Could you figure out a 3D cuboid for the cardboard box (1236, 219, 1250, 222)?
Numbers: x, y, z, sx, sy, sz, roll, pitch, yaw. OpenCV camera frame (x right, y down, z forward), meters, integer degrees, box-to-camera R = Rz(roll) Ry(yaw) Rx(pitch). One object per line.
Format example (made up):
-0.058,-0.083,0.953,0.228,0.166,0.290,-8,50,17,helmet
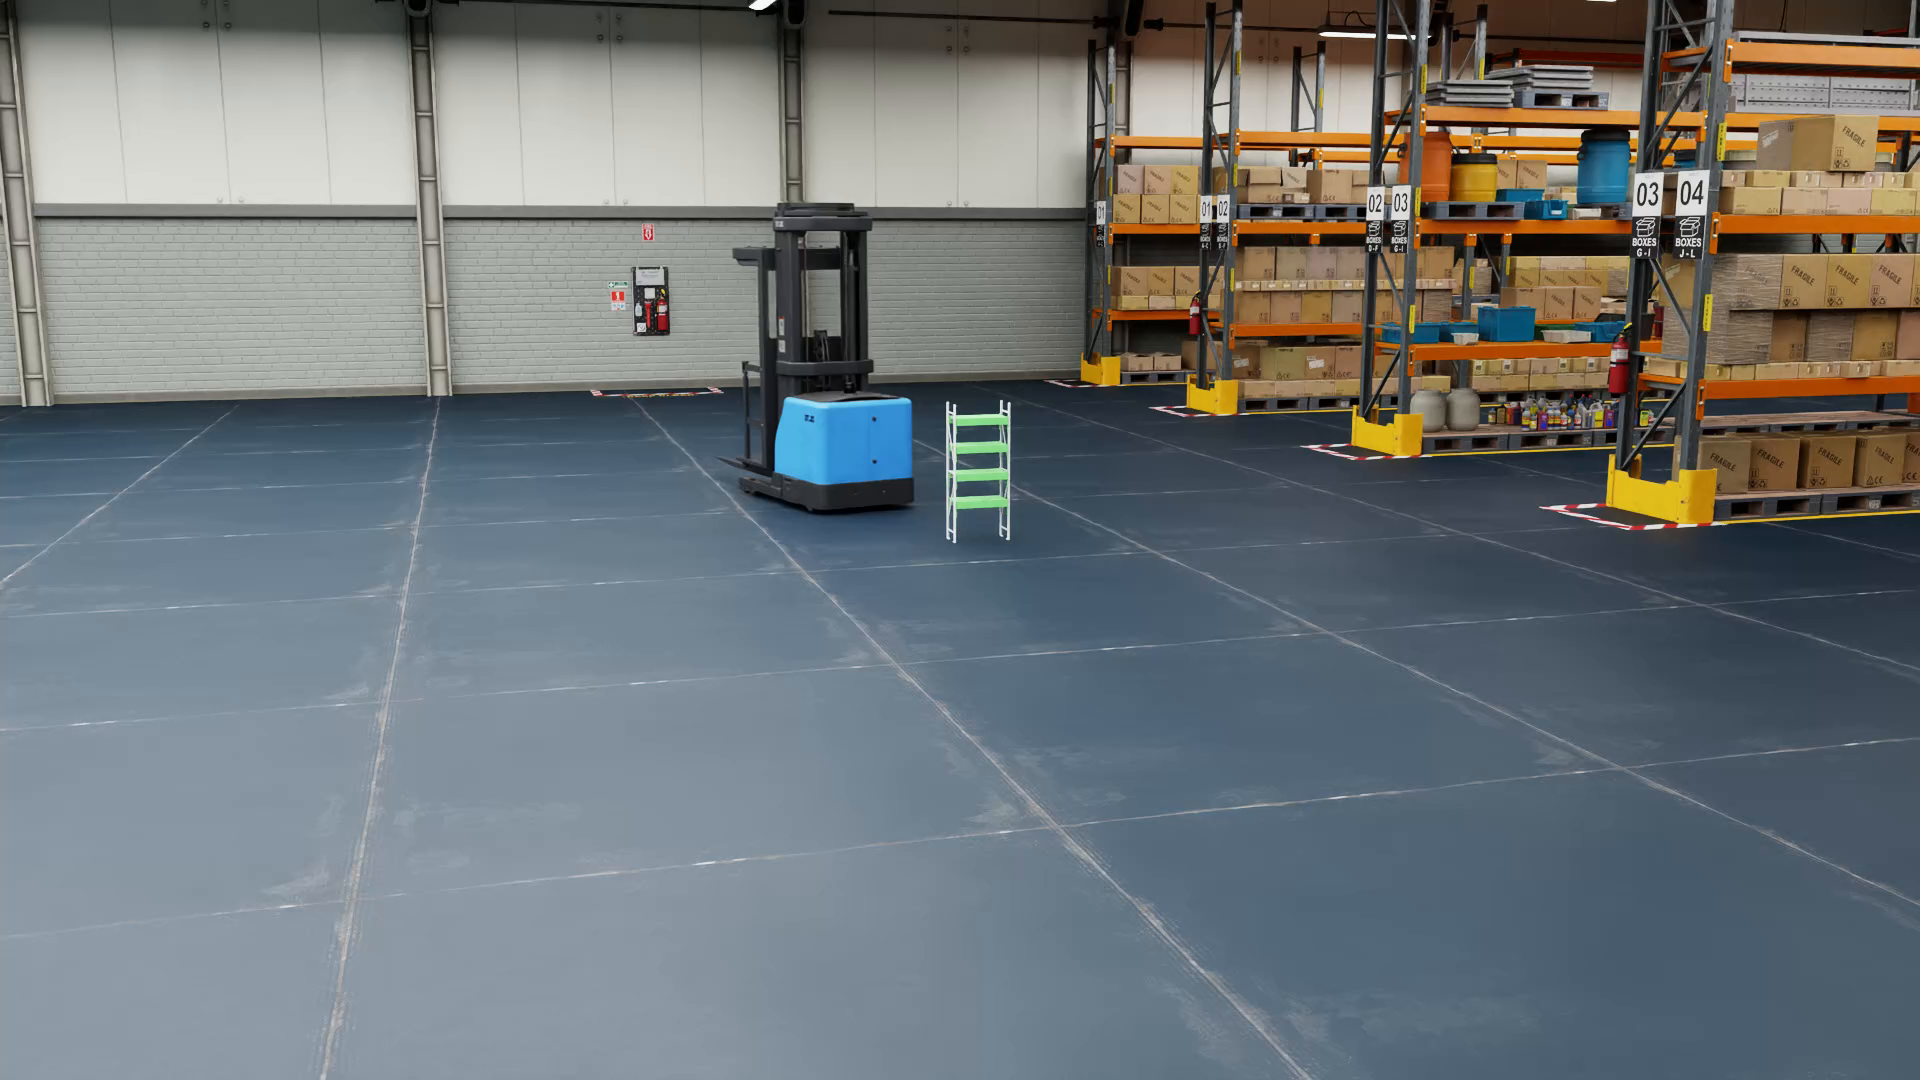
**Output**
4.866,-5.917,29.785,0.500,0.500,0.500,-3,11,-18,cardboard box

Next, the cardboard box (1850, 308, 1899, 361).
8.563,-2.029,16.187,0.500,0.500,0.875,-3,11,-16,cardboard box

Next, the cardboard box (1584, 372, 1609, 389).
10.107,-2.584,26.734,0.500,0.250,0.500,-3,11,-15,cardboard box

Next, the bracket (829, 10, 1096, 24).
0.093,-8.999,28.634,4.783,0.066,0.076,-3,11,-16,bracket

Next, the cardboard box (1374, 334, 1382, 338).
7.915,-3.955,31.363,0.500,0.250,0.500,-3,11,-18,cardboard box

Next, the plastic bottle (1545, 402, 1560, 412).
7.647,-1.640,21.475,0.135,0.276,0.152,-3,11,-16,plastic bottle

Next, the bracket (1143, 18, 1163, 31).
3.380,-9.173,29.575,0.430,0.232,0.235,-3,11,-16,bracket

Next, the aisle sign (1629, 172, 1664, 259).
6.462,-3.051,15.655,0.004,0.787,0.394,-3,11,-16,aisle sign

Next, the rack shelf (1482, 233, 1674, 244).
12.053,-5.934,32.198,4.000,0.370,1.077,-3,11,-16,rack shelf

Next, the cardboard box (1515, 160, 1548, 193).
8.824,-5.682,26.025,0.500,0.500,0.500,-2,11,-10,cardboard box

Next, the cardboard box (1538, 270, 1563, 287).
11.177,-4.922,31.844,0.500,0.500,0.500,-3,11,-14,cardboard box

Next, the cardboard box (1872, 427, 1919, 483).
9.503,-0.860,16.675,0.500,0.500,0.500,0,10,2,cardboard box

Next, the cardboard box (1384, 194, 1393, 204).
6.599,-5.167,25.189,0.250,0.149,0.380,-3,11,-16,cardboard box

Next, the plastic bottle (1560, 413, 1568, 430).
7.569,-1.490,20.867,0.097,0.201,0.097,0,10,0,plastic bottle

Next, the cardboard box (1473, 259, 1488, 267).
9.810,-5.273,31.624,0.250,0.149,0.380,-5,11,-23,cardboard box

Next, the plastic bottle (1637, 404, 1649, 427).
8.692,-1.586,21.163,0.133,0.283,0.061,-2,11,-13,plastic bottle

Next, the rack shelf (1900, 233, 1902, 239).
14.823,-4.212,22.843,4.000,0.370,1.077,-3,11,-16,rack shelf

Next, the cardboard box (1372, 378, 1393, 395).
6.338,-2.390,25.676,0.500,0.250,0.500,-3,11,-16,cardboard box

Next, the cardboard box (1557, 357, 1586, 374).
9.623,-2.834,26.541,0.500,0.311,0.500,-3,11,-14,cardboard box

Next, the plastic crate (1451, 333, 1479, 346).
6.170,-2.444,20.267,0.250,0.136,0.298,-3,11,-16,plastic crate

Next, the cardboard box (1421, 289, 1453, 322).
7.256,-3.674,25.942,0.500,0.500,0.700,-3,11,-17,cardboard box

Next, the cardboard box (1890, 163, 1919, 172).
15.818,-6.100,28.076,0.500,0.500,0.700,-3,11,-16,cardboard box

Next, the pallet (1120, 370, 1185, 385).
3.315,-2.974,30.119,1.213,0.211,1.003,-3,11,-16,pallet

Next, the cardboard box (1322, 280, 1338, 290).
5.513,-3.862,25.172,0.250,0.149,0.380,-3,11,-17,cardboard box

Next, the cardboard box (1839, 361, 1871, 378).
8.413,-1.632,15.820,0.250,0.149,0.380,-3,11,-16,cardboard box

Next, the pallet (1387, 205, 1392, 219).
6.869,-5.032,25.556,1.213,0.211,1.003,-3,11,-16,pallet

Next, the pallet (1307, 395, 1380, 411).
5.732,-2.182,25.813,1.213,0.211,1.003,-3,11,-16,pallet

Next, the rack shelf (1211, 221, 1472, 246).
5.760,-4.668,25.322,4.000,0.370,1.077,-3,11,-16,rack shelf

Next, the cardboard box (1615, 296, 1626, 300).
12.741,-4.687,32.362,0.250,0.149,0.380,-3,11,-16,cardboard box

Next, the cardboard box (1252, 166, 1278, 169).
5.361,-6.433,29.827,0.500,0.500,0.500,-2,11,-13,cardboard box

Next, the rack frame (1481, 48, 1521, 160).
10.133,-7.662,31.312,0.127,3.000,1.000,-3,11,-16,rack frame

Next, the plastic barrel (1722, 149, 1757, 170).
10.117,-4.605,21.608,0.600,0.901,0.600,0,10,0,plastic barrel

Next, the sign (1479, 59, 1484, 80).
7.812,-7.038,24.906,0.005,0.325,0.100,-3,11,-16,sign

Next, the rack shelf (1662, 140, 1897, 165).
13.442,-6.352,27.286,4.000,0.370,1.077,-3,11,-16,rack shelf

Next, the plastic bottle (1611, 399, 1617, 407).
8.633,-1.722,21.934,0.097,0.271,0.097,0,10,0,plastic bottle

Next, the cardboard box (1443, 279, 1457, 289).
7.480,-3.965,25.734,0.250,0.149,0.380,-3,11,-16,cardboard box

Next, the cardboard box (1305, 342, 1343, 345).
5.708,-2.826,25.975,0.500,0.500,0.500,-3,11,-16,cardboard box

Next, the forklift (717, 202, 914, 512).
-1.625,-1.931,16.941,1.130,2.935,3.031,-6,12,-30,forklift

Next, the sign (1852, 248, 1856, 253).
17.953,-5.707,33.411,0.005,0.325,0.100,-3,11,-16,sign

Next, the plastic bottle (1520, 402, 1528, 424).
7.245,-1.646,21.508,0.135,0.276,0.152,-3,11,-18,plastic bottle

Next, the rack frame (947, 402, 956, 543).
-0.075,-0.586,14.416,0.015,1.200,0.240,-3,11,-16,rack frame

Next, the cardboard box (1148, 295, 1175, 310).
3.504,-4.241,29.658,0.500,0.250,0.500,-3,11,-18,cardboard box

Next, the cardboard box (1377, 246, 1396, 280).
6.291,-4.261,25.547,0.500,0.500,0.700,-3,11,-16,cardboard box

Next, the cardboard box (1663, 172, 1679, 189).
6.785,-3.389,15.701,0.250,0.149,0.380,-3,11,-16,cardboard box

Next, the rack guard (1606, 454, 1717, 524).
6.678,-0.498,15.871,0.348,0.500,1.175,-3,11,-16,rack guard

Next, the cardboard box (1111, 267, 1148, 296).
2.994,-4.584,29.447,0.500,0.500,0.500,-3,11,-16,cardboard box

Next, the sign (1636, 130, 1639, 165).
6.470,-3.732,15.802,0.005,0.325,0.100,-3,11,-16,sign

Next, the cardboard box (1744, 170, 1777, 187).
7.210,-3.291,15.167,0.250,0.149,0.380,-3,11,-15,cardboard box

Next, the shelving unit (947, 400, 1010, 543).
0.159,-0.598,14.483,0.503,1.200,0.258,-3,11,-16,shelving unit

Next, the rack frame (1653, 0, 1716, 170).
9.062,-5.737,20.857,0.127,3.000,1.000,-3,11,-16,rack frame

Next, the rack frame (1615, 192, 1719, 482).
6.605,-1.724,15.624,0.127,3.000,1.000,-3,11,-16,rack frame

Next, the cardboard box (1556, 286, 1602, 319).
9.915,-3.812,26.692,0.500,0.500,0.500,-4,11,-19,cardboard box

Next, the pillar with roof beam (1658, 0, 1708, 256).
15.607,-7.302,29.355,0.548,9.000,9.100,-3,11,-16,pillar with roof beam

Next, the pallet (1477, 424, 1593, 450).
7.232,-1.326,21.169,1.213,0.211,1.003,-3,11,-16,pallet
